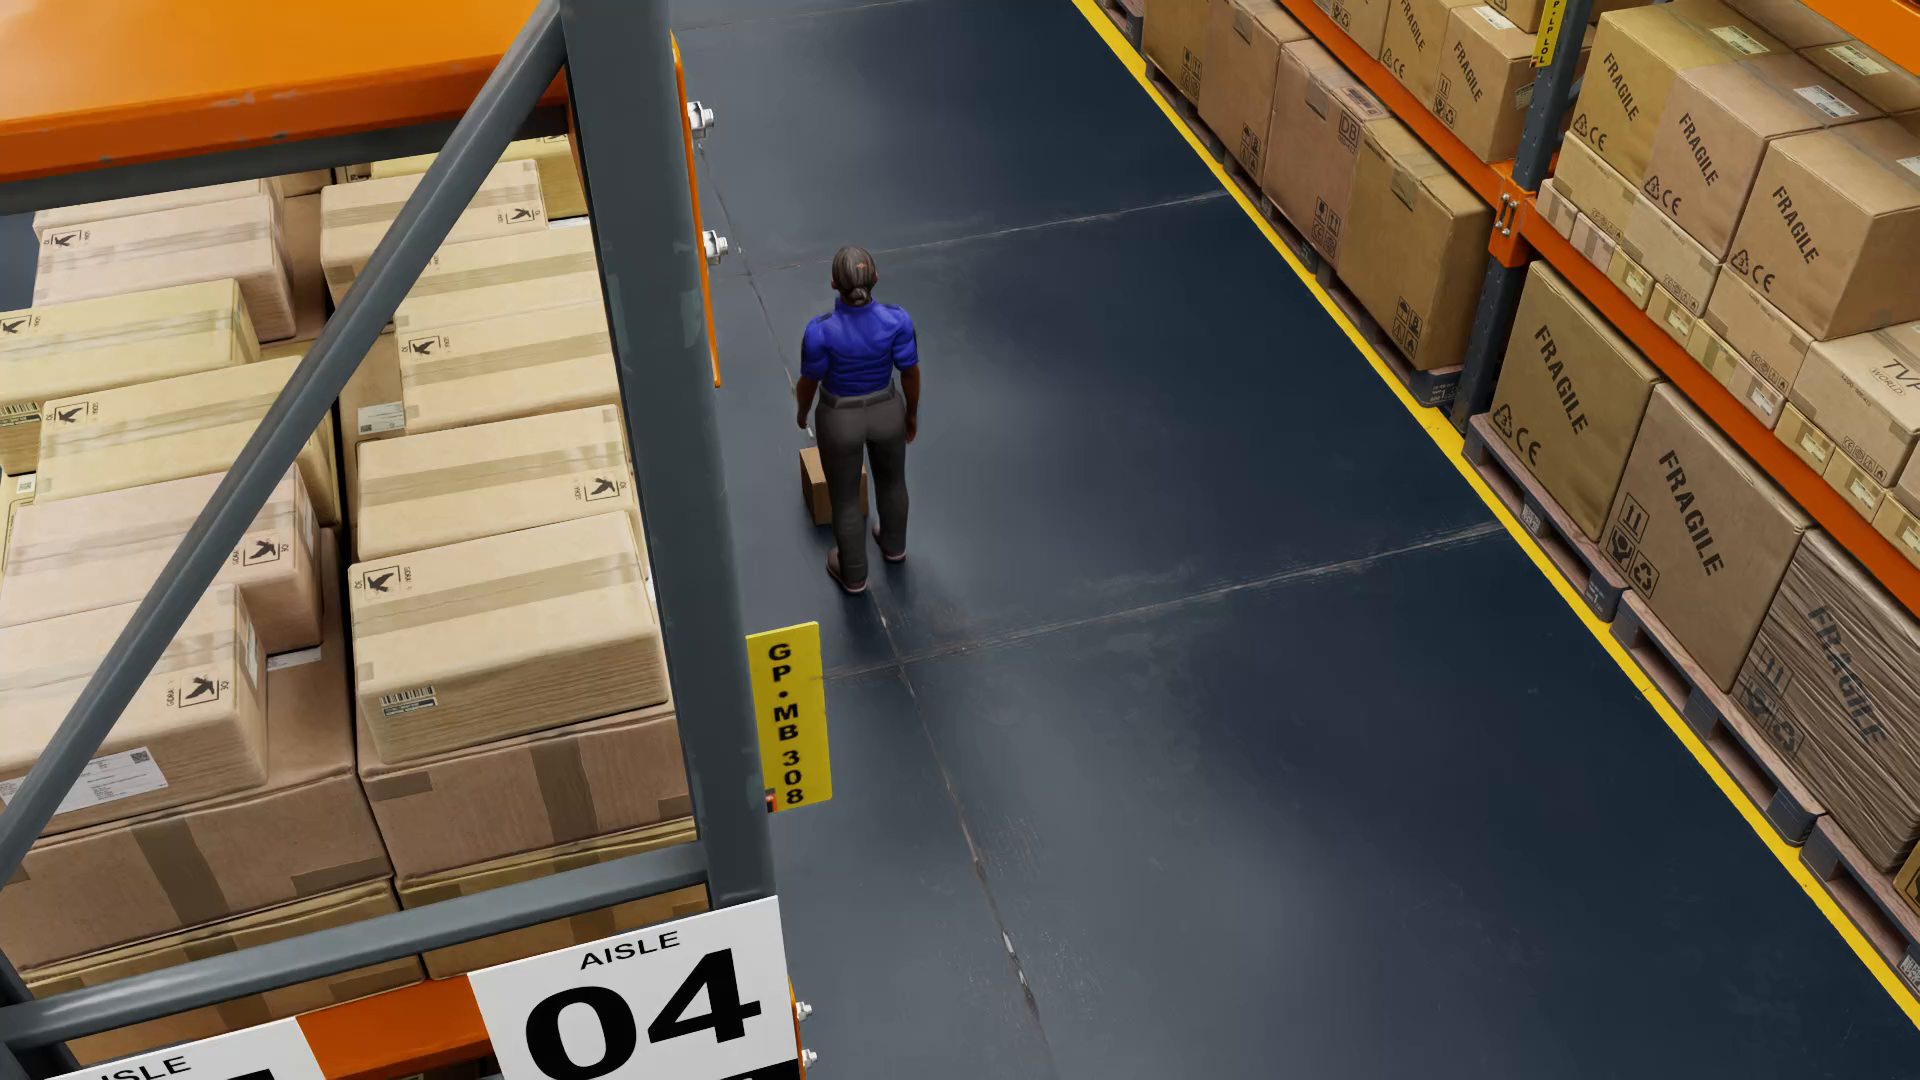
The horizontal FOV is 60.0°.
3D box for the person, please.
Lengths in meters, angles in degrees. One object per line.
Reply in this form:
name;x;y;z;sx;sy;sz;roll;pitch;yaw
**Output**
person;-0.424;-0.504;6.732;0.482;1.668;0.449;-13;44;-14
